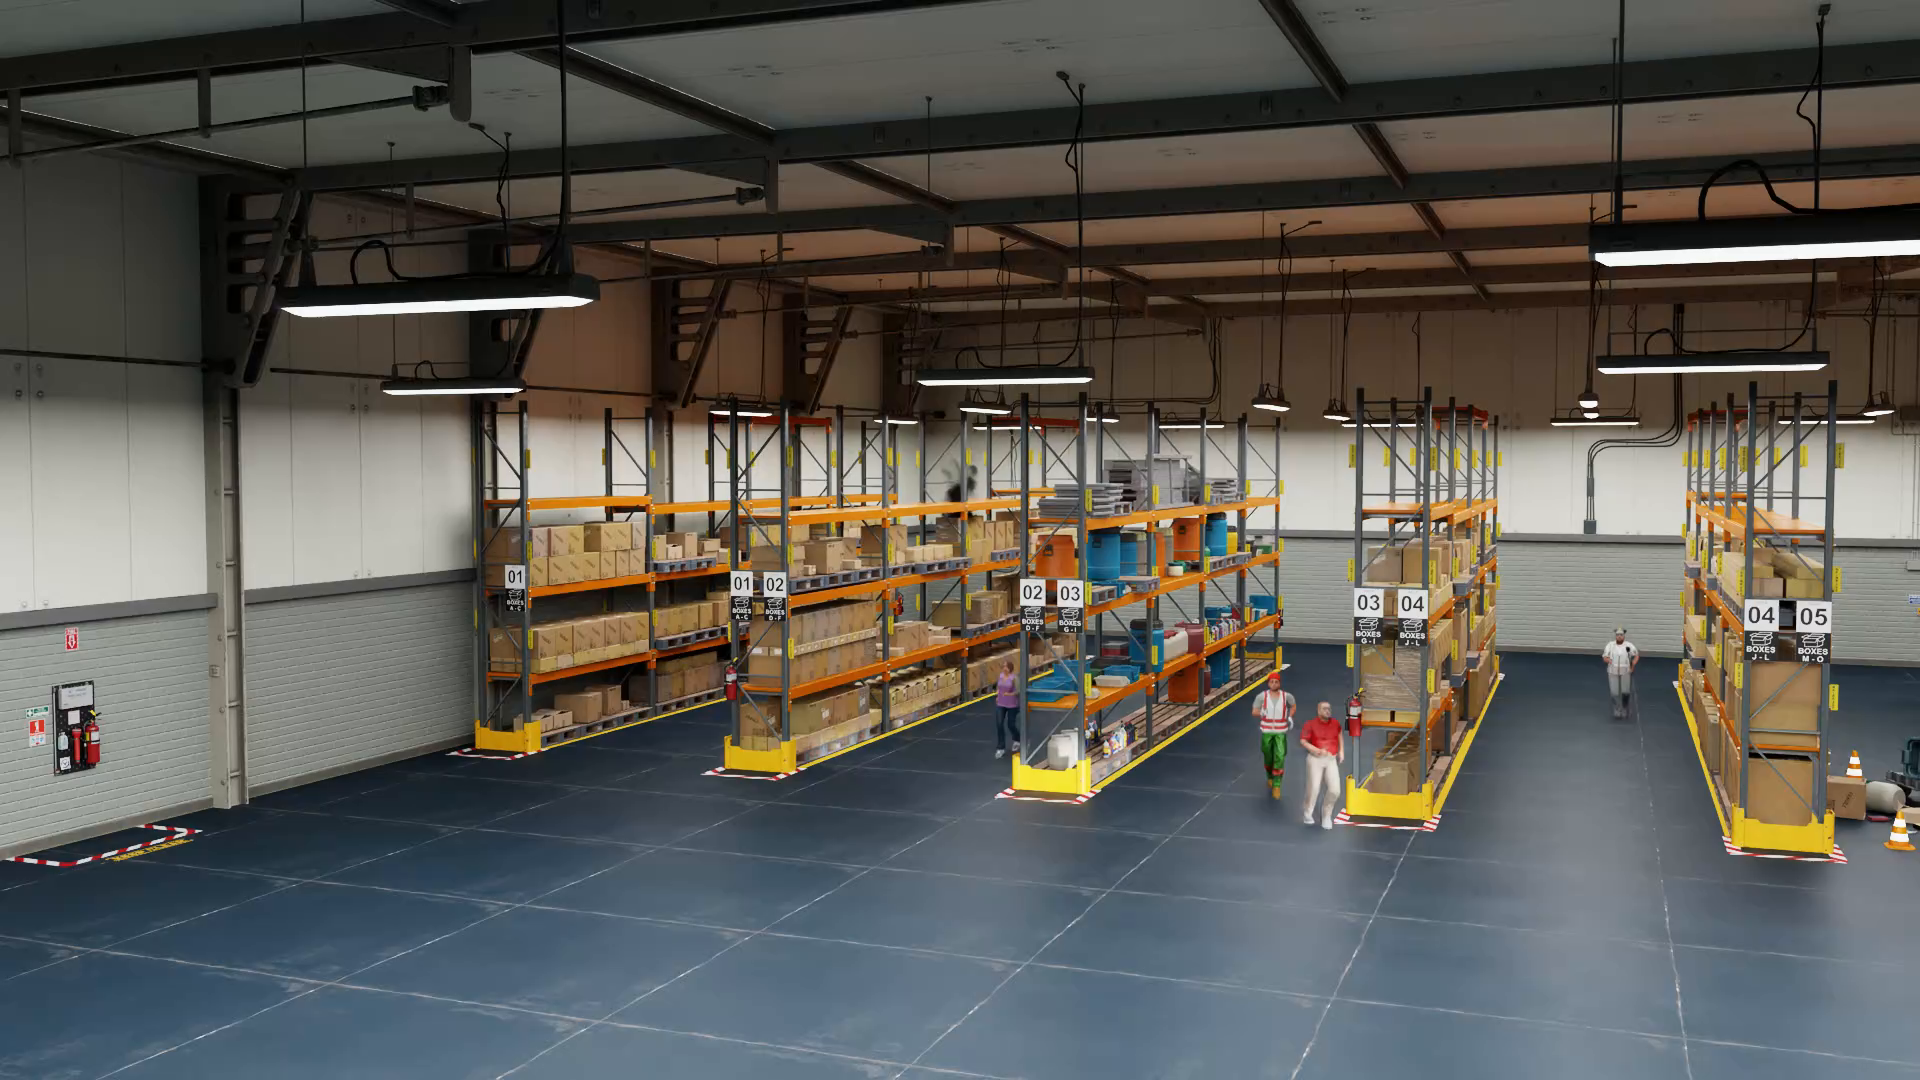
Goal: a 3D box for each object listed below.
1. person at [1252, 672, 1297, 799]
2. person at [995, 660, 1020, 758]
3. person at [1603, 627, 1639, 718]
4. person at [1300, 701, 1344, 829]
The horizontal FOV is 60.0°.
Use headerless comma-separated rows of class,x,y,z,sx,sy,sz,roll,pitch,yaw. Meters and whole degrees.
person,4.667,2.874,24.738,0.648,1.808,0.877,1,3,13
person,0.802,2.822,28.015,0.538,1.611,0.789,1,3,24
person,12.716,2.570,32.042,0.648,1.759,0.621,1,3,25
person,4.951,3.073,22.562,0.693,1.784,0.674,-1,3,-12
